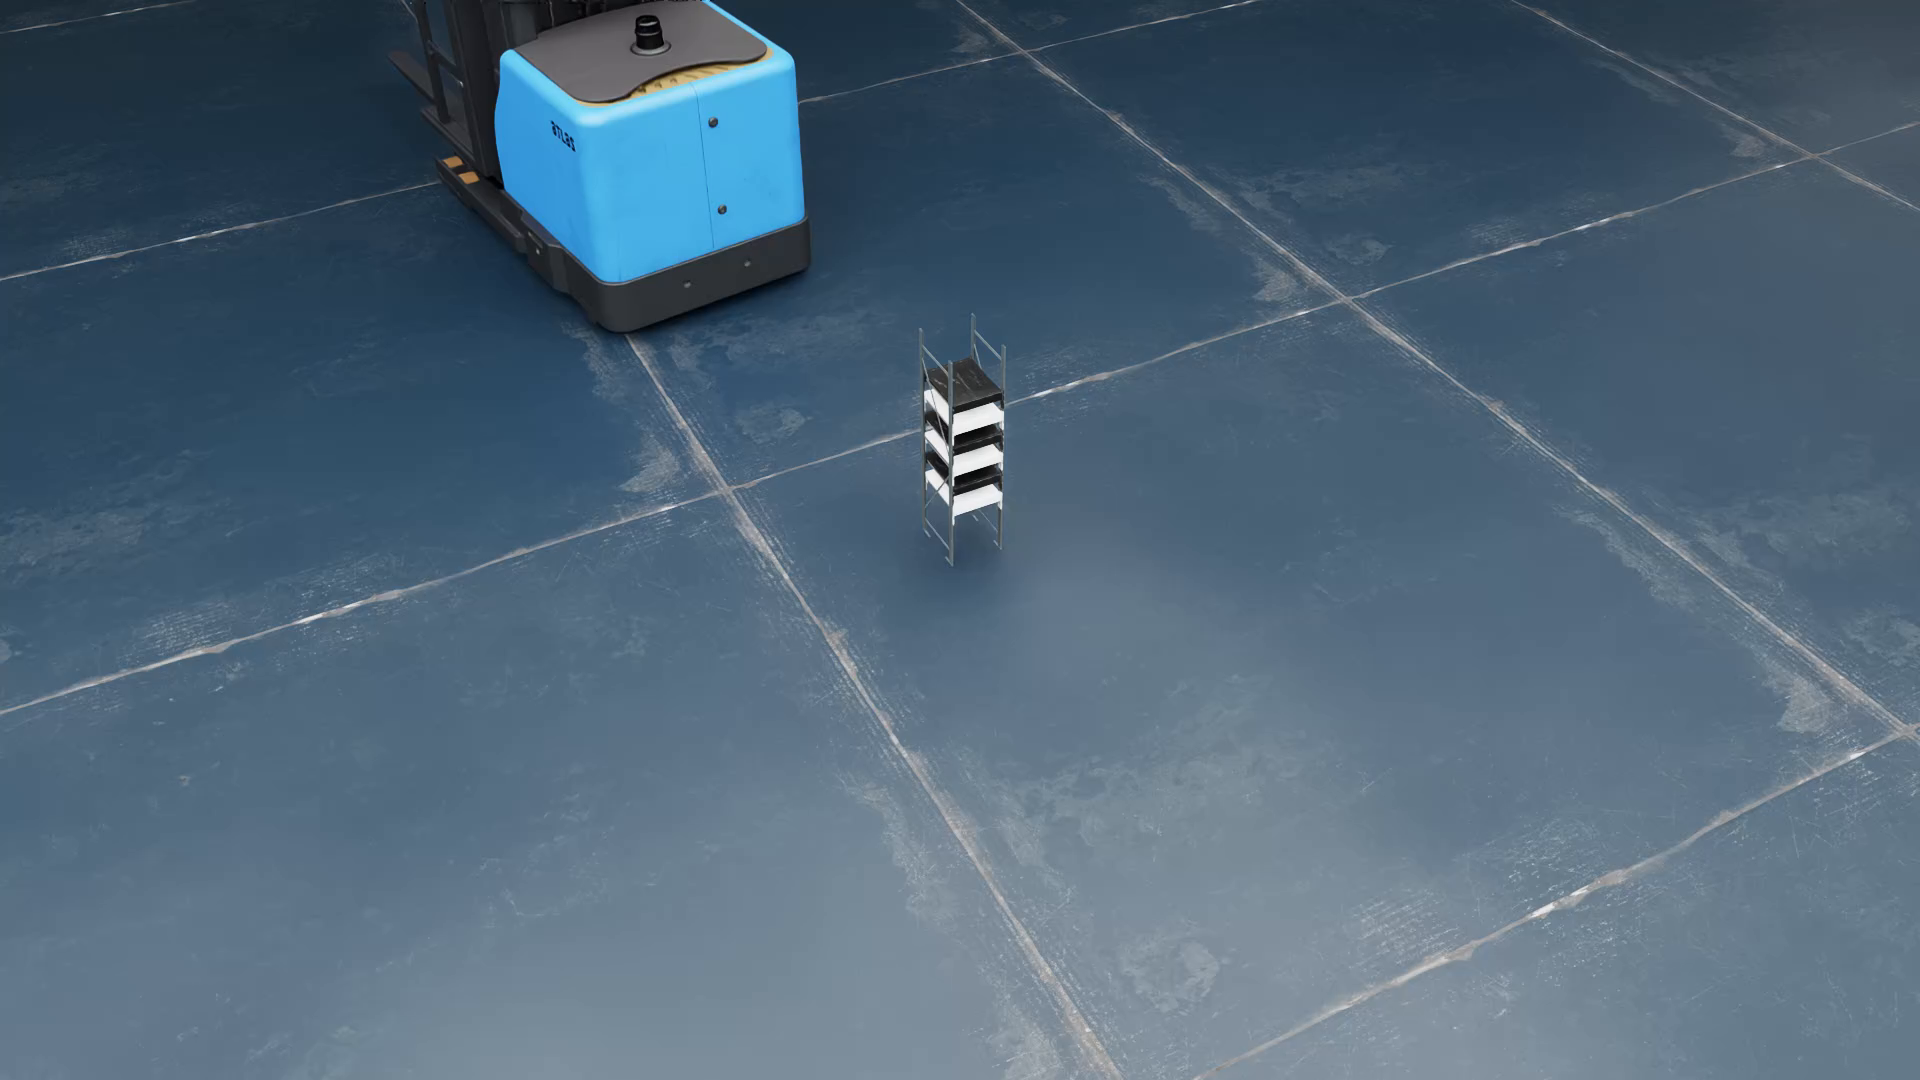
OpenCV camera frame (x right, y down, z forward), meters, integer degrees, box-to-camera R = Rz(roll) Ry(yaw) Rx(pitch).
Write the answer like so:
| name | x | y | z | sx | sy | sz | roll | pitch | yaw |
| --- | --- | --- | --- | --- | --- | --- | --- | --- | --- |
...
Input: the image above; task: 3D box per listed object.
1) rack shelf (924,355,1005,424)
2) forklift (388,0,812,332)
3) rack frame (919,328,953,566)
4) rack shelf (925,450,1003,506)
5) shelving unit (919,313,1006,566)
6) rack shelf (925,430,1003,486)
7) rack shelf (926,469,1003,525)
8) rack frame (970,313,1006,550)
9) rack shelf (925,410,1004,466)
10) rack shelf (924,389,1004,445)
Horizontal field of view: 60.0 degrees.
| name | x | y | z | sx | sy | sz | roll | pitch | yaw |
| --- | --- | --- | --- | --- | --- | --- | --- | --- | --- |
| rack shelf | 0.007 | -0.527 | 5.809 | 0.200 | 0.077 | 0.258 | -19 | 44 | -21 |
| forklift | -1.952 | -2.928 | 7.440 | 1.130 | 2.935 | 3.031 | -25 | 46 | -27 |
| rack frame | -0.083 | -0.316 | 5.926 | 0.006 | 0.900 | 0.240 | -19 | 44 | -21 |
| rack shelf | 0.007 | -0.252 | 6.042 | 0.200 | 0.077 | 0.258 | -19 | 44 | -21 |
| shelving unit | 0.007 | -0.346 | 5.962 | 0.210 | 0.900 | 0.258 | -19 | 44 | -21 |
| rack shelf | 0.007 | -0.320 | 5.984 | 0.200 | 0.077 | 0.258 | -19 | 44 | -21 |
| rack shelf | 0.007 | -0.183 | 6.100 | 0.200 | 0.077 | 0.258 | -19 | 44 | -21 |
| rack frame | 0.097 | -0.376 | 5.998 | 0.006 | 0.900 | 0.240 | -19 | 44 | -21 |
| rack shelf | 0.007 | -0.389 | 5.926 | 0.200 | 0.077 | 0.258 | -19 | 44 | -21 |
| rack shelf | 0.007 | -0.458 | 5.867 | 0.200 | 0.077 | 0.258 | -19 | 44 | -21 |
